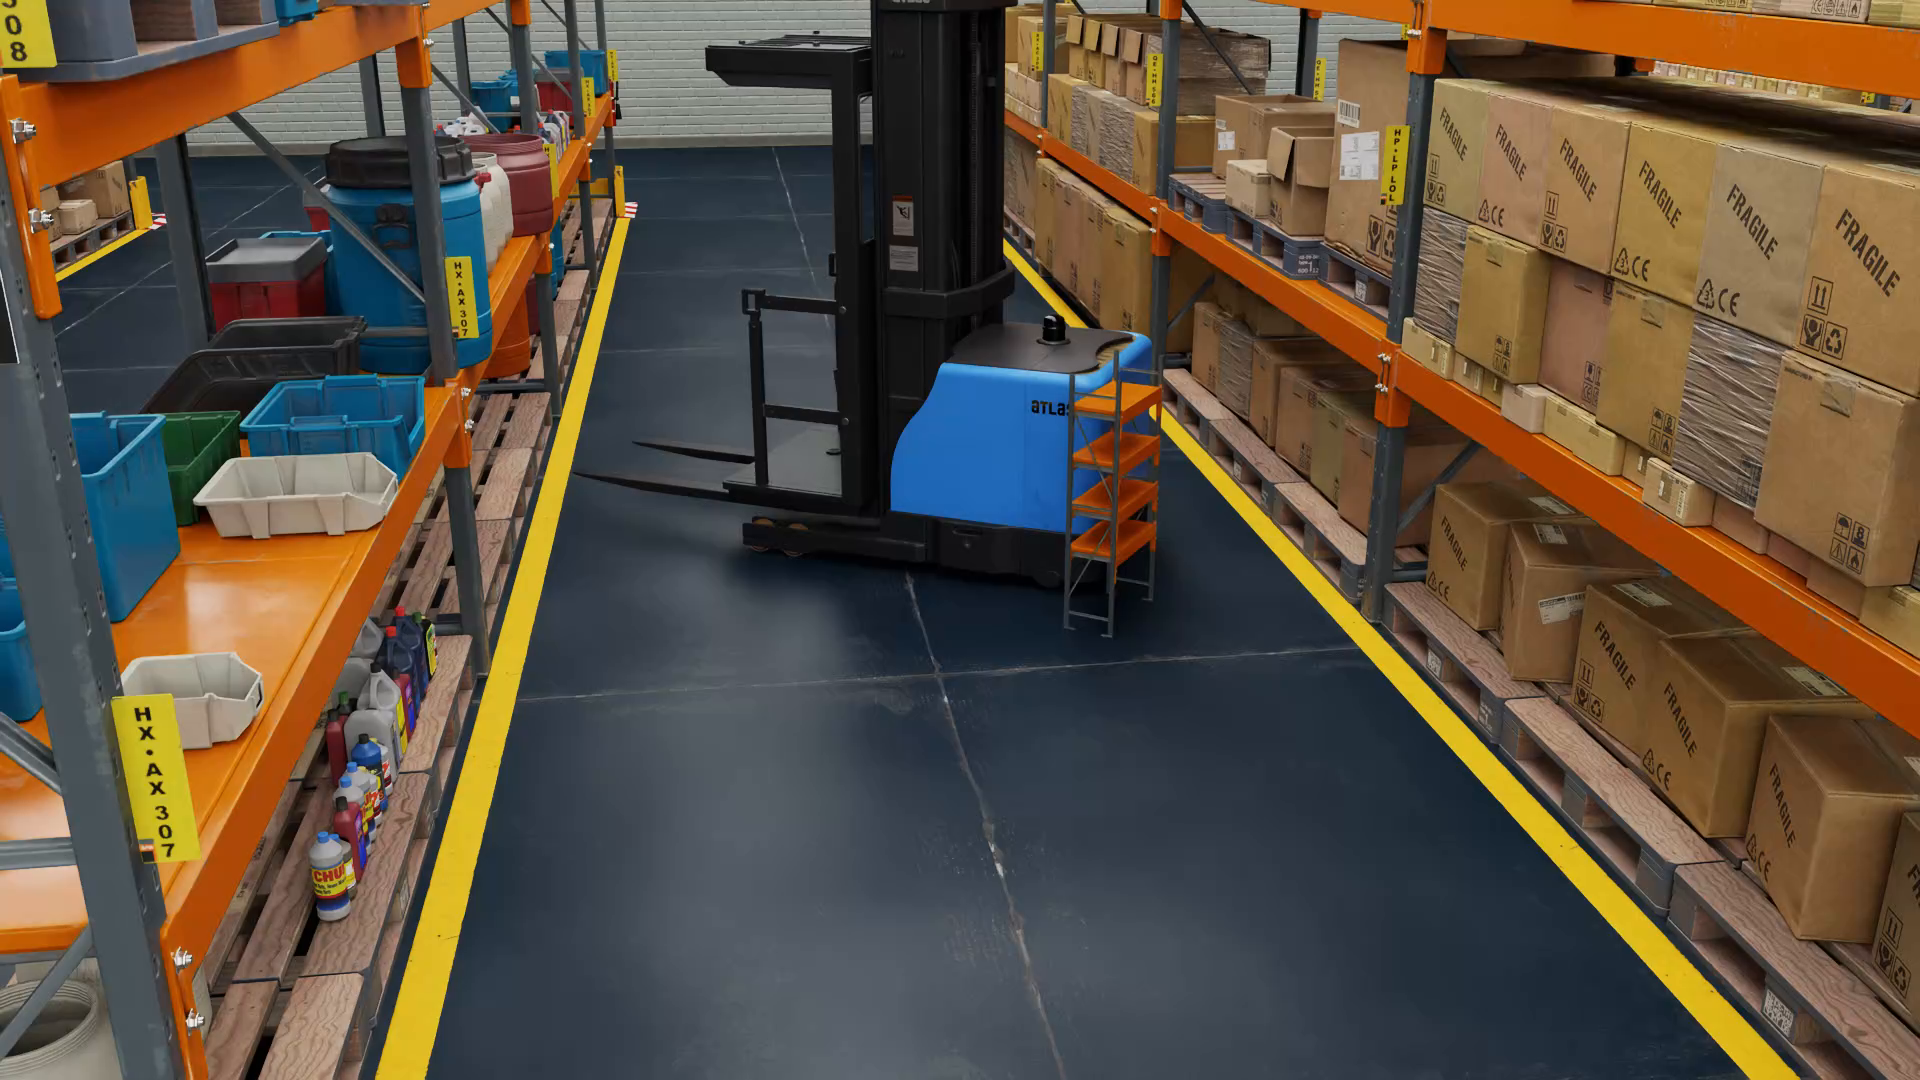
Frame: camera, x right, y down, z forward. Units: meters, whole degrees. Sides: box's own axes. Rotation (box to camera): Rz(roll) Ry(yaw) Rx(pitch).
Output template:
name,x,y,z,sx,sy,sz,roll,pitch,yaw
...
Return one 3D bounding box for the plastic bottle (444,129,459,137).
name,x,y,z,sx,sy,sz,roll,pitch,yaw
plastic bottle,-3.823,-2.941,12.479,0.152,0.276,0.135,-3,21,-8

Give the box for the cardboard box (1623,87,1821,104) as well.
name,x,y,z,sx,sy,sz,roll,pitch,yaw
cardboard box,2.786,-1.399,6.177,0.500,0.500,0.500,-3,21,-8

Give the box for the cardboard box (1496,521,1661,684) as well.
name,x,y,z,sx,sy,sz,roll,pitch,yaw
cardboard box,2.483,0.254,6.722,0.500,0.500,0.500,4,21,9

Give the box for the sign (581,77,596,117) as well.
name,x,y,z,sx,sy,sz,roll,pitch,yaw
sign,-3.135,-3.736,14.036,0.100,0.325,0.005,-3,21,-8

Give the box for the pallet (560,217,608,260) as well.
name,x,y,z,sx,sy,sz,roll,pitch,yaw
pallet,-4.003,-2.949,16.309,1.003,0.211,1.213,-3,21,-8

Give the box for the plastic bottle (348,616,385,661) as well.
name,x,y,z,sx,sy,sz,roll,pitch,yaw
plastic bottle,-2.291,0.441,6.405,0.144,0.351,0.185,-3,21,-8

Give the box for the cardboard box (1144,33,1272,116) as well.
name,x,y,z,sx,sy,sz,roll,pitch,yaw
cardboard box,1.709,-3.215,11.459,0.797,0.503,0.637,-2,21,-6

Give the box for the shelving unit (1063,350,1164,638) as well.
name,x,y,z,sx,sy,sz,roll,pitch,yaw
shelving unit,0.699,-0.214,7.575,0.258,1.200,0.503,11,23,26

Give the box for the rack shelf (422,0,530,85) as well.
name,x,y,z,sx,sy,sz,roll,pitch,yaw
rack shelf,-2.815,-2.570,8.051,1.077,0.370,4.000,-3,21,-8

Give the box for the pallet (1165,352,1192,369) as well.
name,x,y,z,sx,sy,sz,roll,pitch,yaw
pallet,1.759,-1.414,12.201,1.003,0.211,1.213,-3,21,-8

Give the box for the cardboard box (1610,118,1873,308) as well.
name,x,y,z,sx,sy,sz,roll,pitch,yaw
cardboard box,2.417,-1.026,5.180,0.500,0.500,0.500,-3,21,-8

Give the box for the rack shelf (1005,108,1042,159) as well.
name,x,y,z,sx,sy,sz,roll,pitch,yaw
rack shelf,0.934,-4.184,16.660,1.077,0.370,4.000,-3,21,-8

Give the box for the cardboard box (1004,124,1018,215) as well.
name,x,y,z,sx,sy,sz,roll,pitch,yaw
cardboard box,0.948,-3.883,17.261,0.875,0.875,0.875,-3,21,-8

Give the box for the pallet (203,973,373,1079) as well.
name,x,y,z,sx,sy,sz,roll,pitch,yaw
pallet,-2.119,1.577,4.193,1.003,0.211,1.213,-3,21,-8

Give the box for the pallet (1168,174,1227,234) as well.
name,x,y,z,sx,sy,sz,roll,pitch,yaw
pallet,2.007,-2.113,10.360,1.213,0.211,1.003,-3,21,-8

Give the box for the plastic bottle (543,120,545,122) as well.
name,x,y,z,sx,sy,sz,roll,pitch,yaw
plastic bottle,-3.423,-3.353,13.691,0.097,0.201,0.097,0,20,0

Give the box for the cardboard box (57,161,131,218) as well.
name,x,y,z,sx,sy,sz,roll,pitch,yaw
cardboard box,-8.836,-3.575,16.944,0.500,0.500,0.500,-3,21,-8

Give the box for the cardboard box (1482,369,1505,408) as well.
name,x,y,z,sx,sy,sz,roll,pitch,yaw
cardboard box,2.240,-0.593,6.376,0.380,0.149,0.250,-3,21,-8

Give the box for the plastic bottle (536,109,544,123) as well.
name,x,y,z,sx,sy,sz,roll,pitch,yaw
plastic bottle,-3.366,-3.247,13.193,0.144,0.351,0.185,-3,21,-8

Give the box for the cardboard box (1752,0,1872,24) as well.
name,x,y,z,sx,sy,sz,roll,pitch,yaw
cardboard box,2.490,-1.514,4.409,0.500,0.250,0.500,-2,21,-7

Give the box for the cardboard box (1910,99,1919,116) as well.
name,x,y,z,sx,sy,sz,roll,pitch,yaw
cardboard box,6.776,-3.018,10.939,0.700,0.500,0.500,-3,21,-8

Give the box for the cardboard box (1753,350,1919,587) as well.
name,x,y,z,sx,sy,sz,roll,pitch,yaw
cardboard box,2.709,-0.219,4.448,0.875,0.500,0.500,-3,21,-8

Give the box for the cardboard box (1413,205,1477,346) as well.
name,x,y,z,sx,sy,sz,roll,pitch,yaw
cardboard box,2.379,-1.086,6.769,0.875,0.500,0.500,-3,21,-8

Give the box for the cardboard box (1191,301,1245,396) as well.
name,x,y,z,sx,sy,sz,roll,pitch,yaw
cardboard box,1.915,-1.248,10.714,0.700,0.500,0.500,-4,21,-11

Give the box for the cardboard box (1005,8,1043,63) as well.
name,x,y,z,sx,sy,sz,roll,pitch,yaw
cardboard box,0.600,-5.102,16.807,0.500,0.500,0.500,-3,21,-9

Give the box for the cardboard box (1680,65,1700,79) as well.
name,x,y,z,sx,sy,sz,roll,pitch,yaw
cardboard box,5.976,-3.701,13.248,0.380,0.149,0.250,-2,21,-6

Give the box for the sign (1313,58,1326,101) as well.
name,x,y,z,sx,sy,sz,roll,pitch,yaw
sign,2.334,-2.980,10.866,0.100,0.325,0.005,-3,21,-8

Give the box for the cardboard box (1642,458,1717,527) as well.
name,x,y,z,sx,sy,sz,roll,pitch,yaw
cardboard box,2.386,-0.159,5.213,0.380,0.149,0.250,-3,21,-8

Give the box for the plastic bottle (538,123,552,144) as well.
name,x,y,z,sx,sy,sz,roll,pitch,yaw
plastic bottle,-3.064,-2.873,12.191,0.144,0.351,0.185,-3,21,-8

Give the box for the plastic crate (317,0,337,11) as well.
name,x,y,z,sx,sy,sz,roll,pitch,yaw
plastic crate,-1.895,-1.556,4.684,0.243,0.136,0.396,-3,21,-8

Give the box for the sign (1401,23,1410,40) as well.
name,x,y,z,sx,sy,sz,roll,pitch,yaw
sign,5.031,-5.807,18.740,0.100,0.325,0.005,-3,21,-8

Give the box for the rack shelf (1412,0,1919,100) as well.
name,x,y,z,sx,sy,sz,roll,pitch,yaw
rack shelf,2.663,-1.435,5.011,1.077,0.370,4.000,-3,21,-8

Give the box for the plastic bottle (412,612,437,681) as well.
name,x,y,z,sx,sy,sz,roll,pitch,yaw
plastic bottle,-2.130,0.407,6.592,0.061,0.283,0.133,-2,21,-5

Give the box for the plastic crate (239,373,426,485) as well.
name,x,y,z,sx,sy,sz,roll,pitch,yaw
plastic crate,-2.098,-0.370,5.632,0.499,0.251,0.616,-3,21,-8

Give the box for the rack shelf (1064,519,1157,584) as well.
name,x,y,z,sx,sy,sz,roll,pitch,yaw
rack shelf,0.699,0.035,7.668,0.258,0.148,0.480,11,23,26

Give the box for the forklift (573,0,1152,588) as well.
name,x,y,z,sx,sy,sz,roll,pitch,yaw
forklift,-0.581,-1.452,8.413,3.031,2.935,1.130,8,22,20

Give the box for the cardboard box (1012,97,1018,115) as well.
name,x,y,z,sx,sy,sz,roll,pitch,yaw
cardboard box,0.705,-4.157,15.917,0.380,0.149,0.250,-3,21,-7

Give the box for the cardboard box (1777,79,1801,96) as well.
name,x,y,z,sx,sy,sz,roll,pitch,yaw
cardboard box,6.163,-3.250,12.040,0.380,0.149,0.250,-3,21,-8

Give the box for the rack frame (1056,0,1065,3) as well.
name,x,y,z,sx,sy,sz,roll,pitch,yaw
rack frame,0.645,-5.214,18.389,1.000,3.000,0.127,-3,21,-8

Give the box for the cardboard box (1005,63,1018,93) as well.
name,x,y,z,sx,sy,sz,roll,pitch,yaw
cardboard box,0.678,-4.569,16.451,0.500,0.250,0.500,-3,21,-9

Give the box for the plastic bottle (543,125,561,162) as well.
name,x,y,z,sx,sy,sz,roll,pitch,yaw
plastic bottle,-3.158,-3.053,12.781,0.152,0.276,0.135,-3,21,-8

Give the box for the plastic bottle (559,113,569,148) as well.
name,x,y,z,sx,sy,sz,roll,pitch,yaw
plastic bottle,-3.224,-3.326,13.502,0.061,0.283,0.133,-3,21,-8

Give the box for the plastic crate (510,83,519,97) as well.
name,x,y,z,sx,sy,sz,roll,pitch,yaw
plastic crate,-4.313,-4.252,15.966,0.416,0.233,0.300,-3,21,-8

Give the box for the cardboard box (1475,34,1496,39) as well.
name,x,y,z,sx,sy,sz,roll,pitch,yaw
cardboard box,5.599,-4.915,17.021,0.500,0.500,0.500,-3,21,-9

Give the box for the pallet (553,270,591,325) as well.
name,x,y,z,sx,sy,sz,roll,pitch,yaw
pallet,-3.609,-2.003,13.779,1.003,0.211,1.213,-3,21,-8

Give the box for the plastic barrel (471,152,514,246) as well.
name,x,y,z,sx,sy,sz,roll,pitch,yaw
plastic barrel,-2.743,-1.901,9.359,0.421,0.512,0.421,0,20,0

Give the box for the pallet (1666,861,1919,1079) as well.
name,x,y,z,sx,sy,sz,roll,pitch,yaw
pallet,2.859,1.323,4.873,1.003,0.211,1.213,-3,21,-8

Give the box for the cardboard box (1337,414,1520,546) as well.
name,x,y,z,sx,sy,sz,roll,pitch,yaw
cardboard box,2.308,-0.308,8.197,0.700,0.500,0.500,-5,21,-12

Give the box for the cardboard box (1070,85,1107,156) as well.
name,x,y,z,sx,sy,sz,roll,pitch,yaw
cardboard box,1.186,-3.357,13.273,0.500,0.500,0.500,-3,21,-9

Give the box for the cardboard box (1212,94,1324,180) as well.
name,x,y,z,sx,sy,sz,roll,pitch,yaw
cardboard box,1.916,-2.503,10.386,0.500,0.500,0.500,-6,21,-14

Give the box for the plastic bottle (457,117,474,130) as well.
name,x,y,z,sx,sy,sz,roll,pitch,yaw
plastic bottle,-3.937,-3.215,13.214,0.152,0.276,0.135,-3,21,-8

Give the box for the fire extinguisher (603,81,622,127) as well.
name,x,y,z,sx,sy,sz,roll,pitch,yaw
fire extinguisher,-3.828,-4.828,18.000,0.296,0.674,0.183,-3,21,-8

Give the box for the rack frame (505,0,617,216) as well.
name,x,y,z,sx,sy,sz,roll,pitch,yaw
rack frame,-4.256,-4.964,17.720,1.000,3.000,0.127,-3,21,-8

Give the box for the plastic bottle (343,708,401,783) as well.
name,x,y,z,sx,sy,sz,roll,pitch,yaw
plastic bottle,-2.054,0.704,5.809,0.152,0.276,0.135,-3,21,-7

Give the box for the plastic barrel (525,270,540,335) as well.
name,x,y,z,sx,sy,sz,roll,pitch,yaw
plastic barrel,-3.353,-1.821,12.150,0.600,0.588,0.708,-3,21,-8

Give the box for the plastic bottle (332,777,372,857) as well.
name,x,y,z,sx,sy,sz,roll,pitch,yaw
plastic bottle,-1.952,0.886,5.328,0.097,0.271,0.097,0,20,0

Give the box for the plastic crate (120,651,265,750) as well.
name,x,y,z,sx,sy,sz,roll,pitch,yaw
plastic crate,-1.760,0.373,3.807,0.298,0.136,0.250,-3,21,-8
